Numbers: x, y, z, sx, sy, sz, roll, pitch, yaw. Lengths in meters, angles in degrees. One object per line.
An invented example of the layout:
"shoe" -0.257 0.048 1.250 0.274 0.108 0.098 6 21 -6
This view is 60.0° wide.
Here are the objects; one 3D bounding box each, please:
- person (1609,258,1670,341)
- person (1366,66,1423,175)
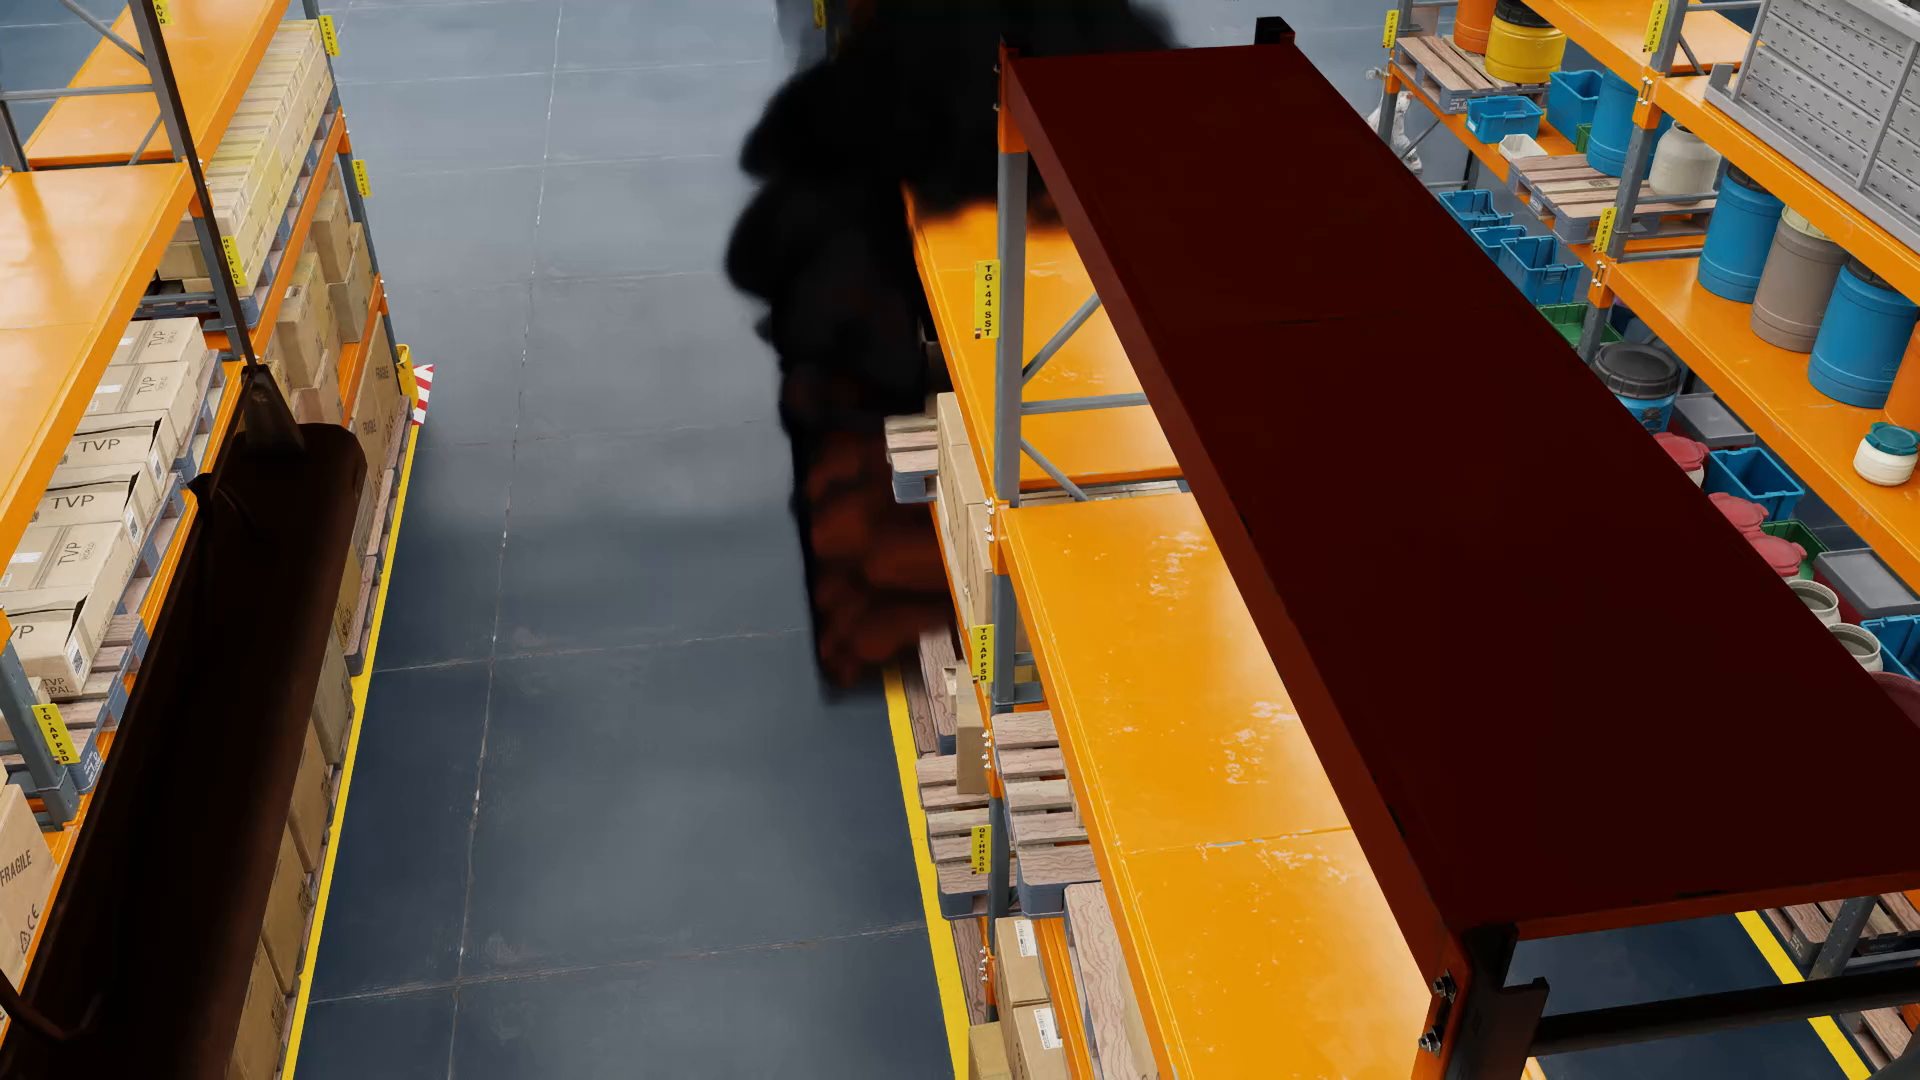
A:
"person" 6.073 -2.122 14.988 0.545 1.575 0.864 -13 38 -17
"person" 4.818 -4.818 18.521 0.893 1.812 0.669 12 38 16
